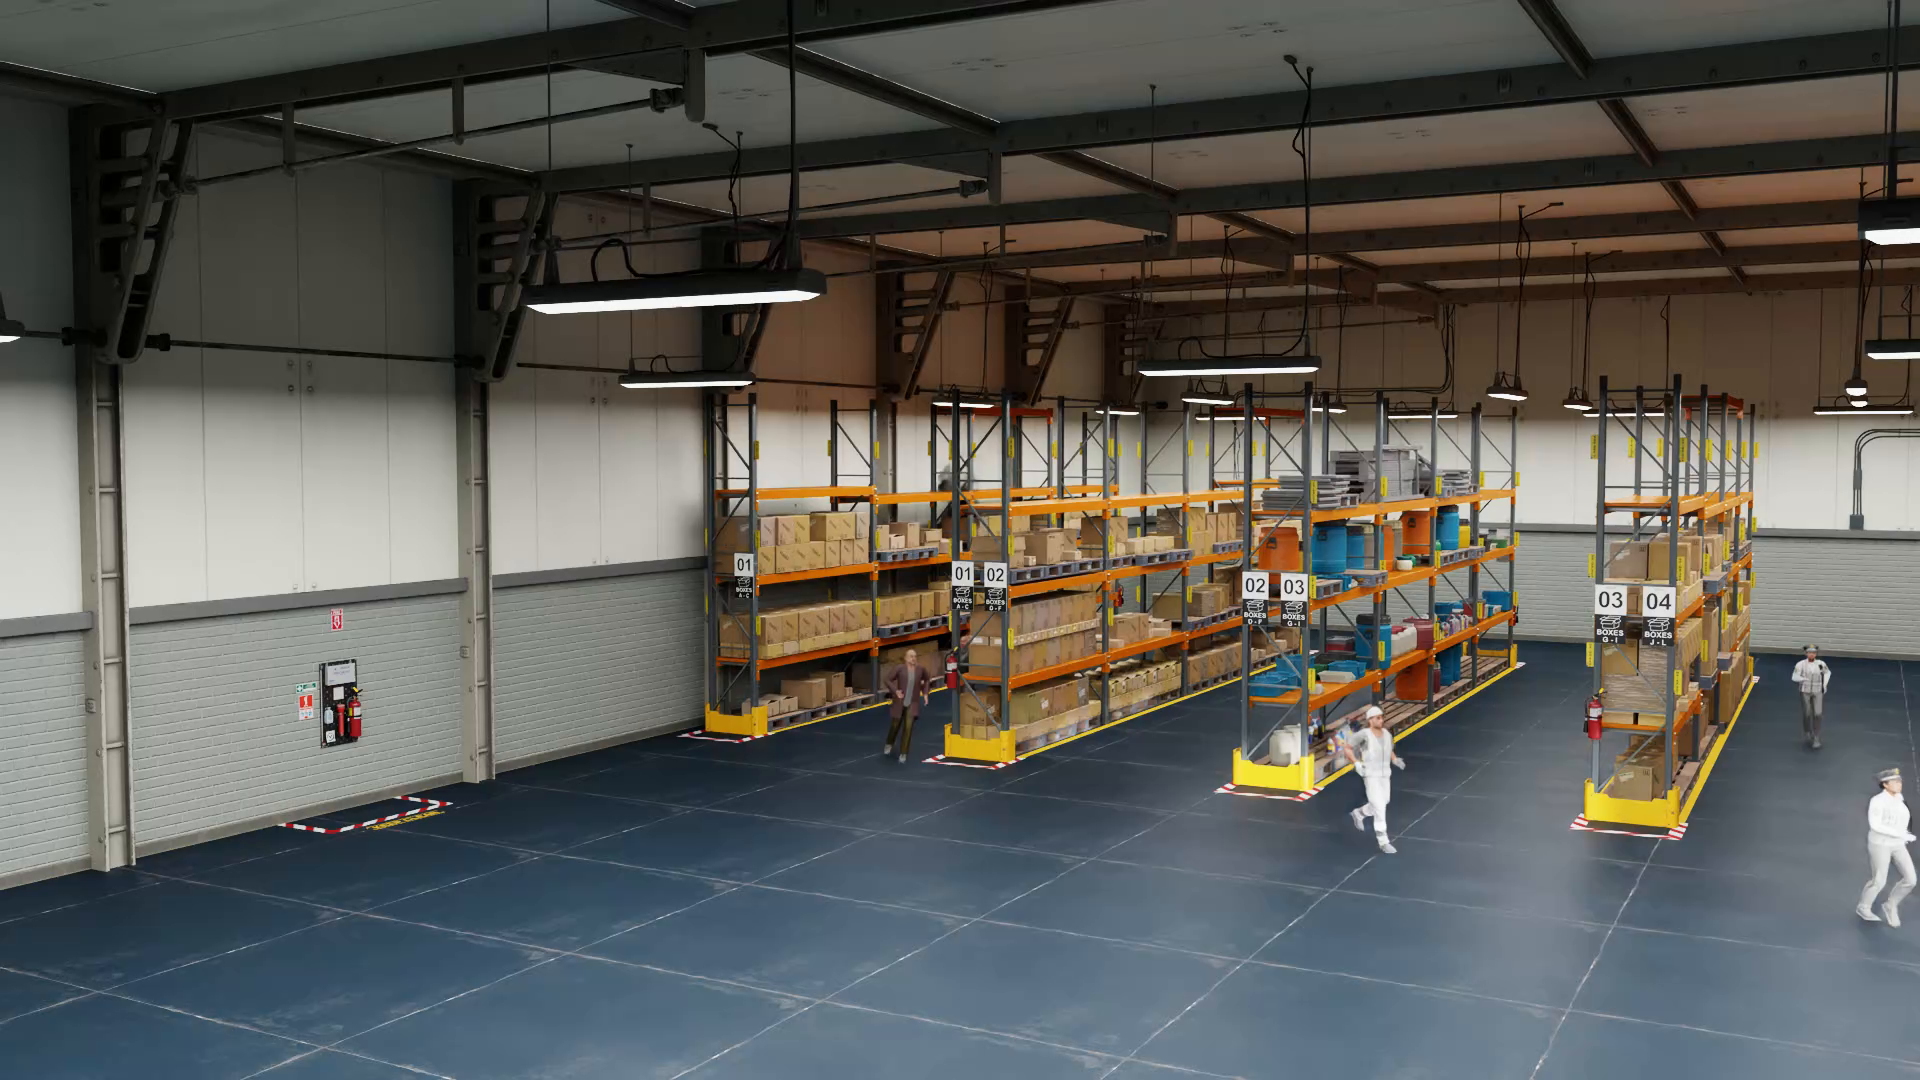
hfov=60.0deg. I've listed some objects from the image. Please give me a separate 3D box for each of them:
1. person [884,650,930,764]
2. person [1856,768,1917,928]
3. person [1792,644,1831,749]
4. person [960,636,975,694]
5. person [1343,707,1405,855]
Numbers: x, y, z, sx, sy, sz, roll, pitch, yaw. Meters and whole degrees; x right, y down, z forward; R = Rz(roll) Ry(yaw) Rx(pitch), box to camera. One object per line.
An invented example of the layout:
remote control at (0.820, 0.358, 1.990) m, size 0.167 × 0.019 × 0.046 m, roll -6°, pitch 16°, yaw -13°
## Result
person at (-0.844, 2.660, 26.880) m, size 0.762 × 1.772 × 1.020 m, roll 0°, pitch 3°, yaw -7°
person at (9.763, 3.230, 17.434) m, size 0.632 × 1.717 × 0.675 m, roll -1°, pitch 3°, yaw -22°
person at (14.459, 2.632, 28.257) m, size 0.598 × 1.753 × 0.772 m, roll 1°, pitch 3°, yaw 25°
person at (0.088, 2.567, 29.639) m, size 0.661 × 1.708 × 0.792 m, roll 1°, pitch 3°, yaw 23°
person at (5.202, 2.987, 20.938) m, size 0.656 × 1.787 × 0.930 m, roll -1°, pitch 3°, yaw -25°
